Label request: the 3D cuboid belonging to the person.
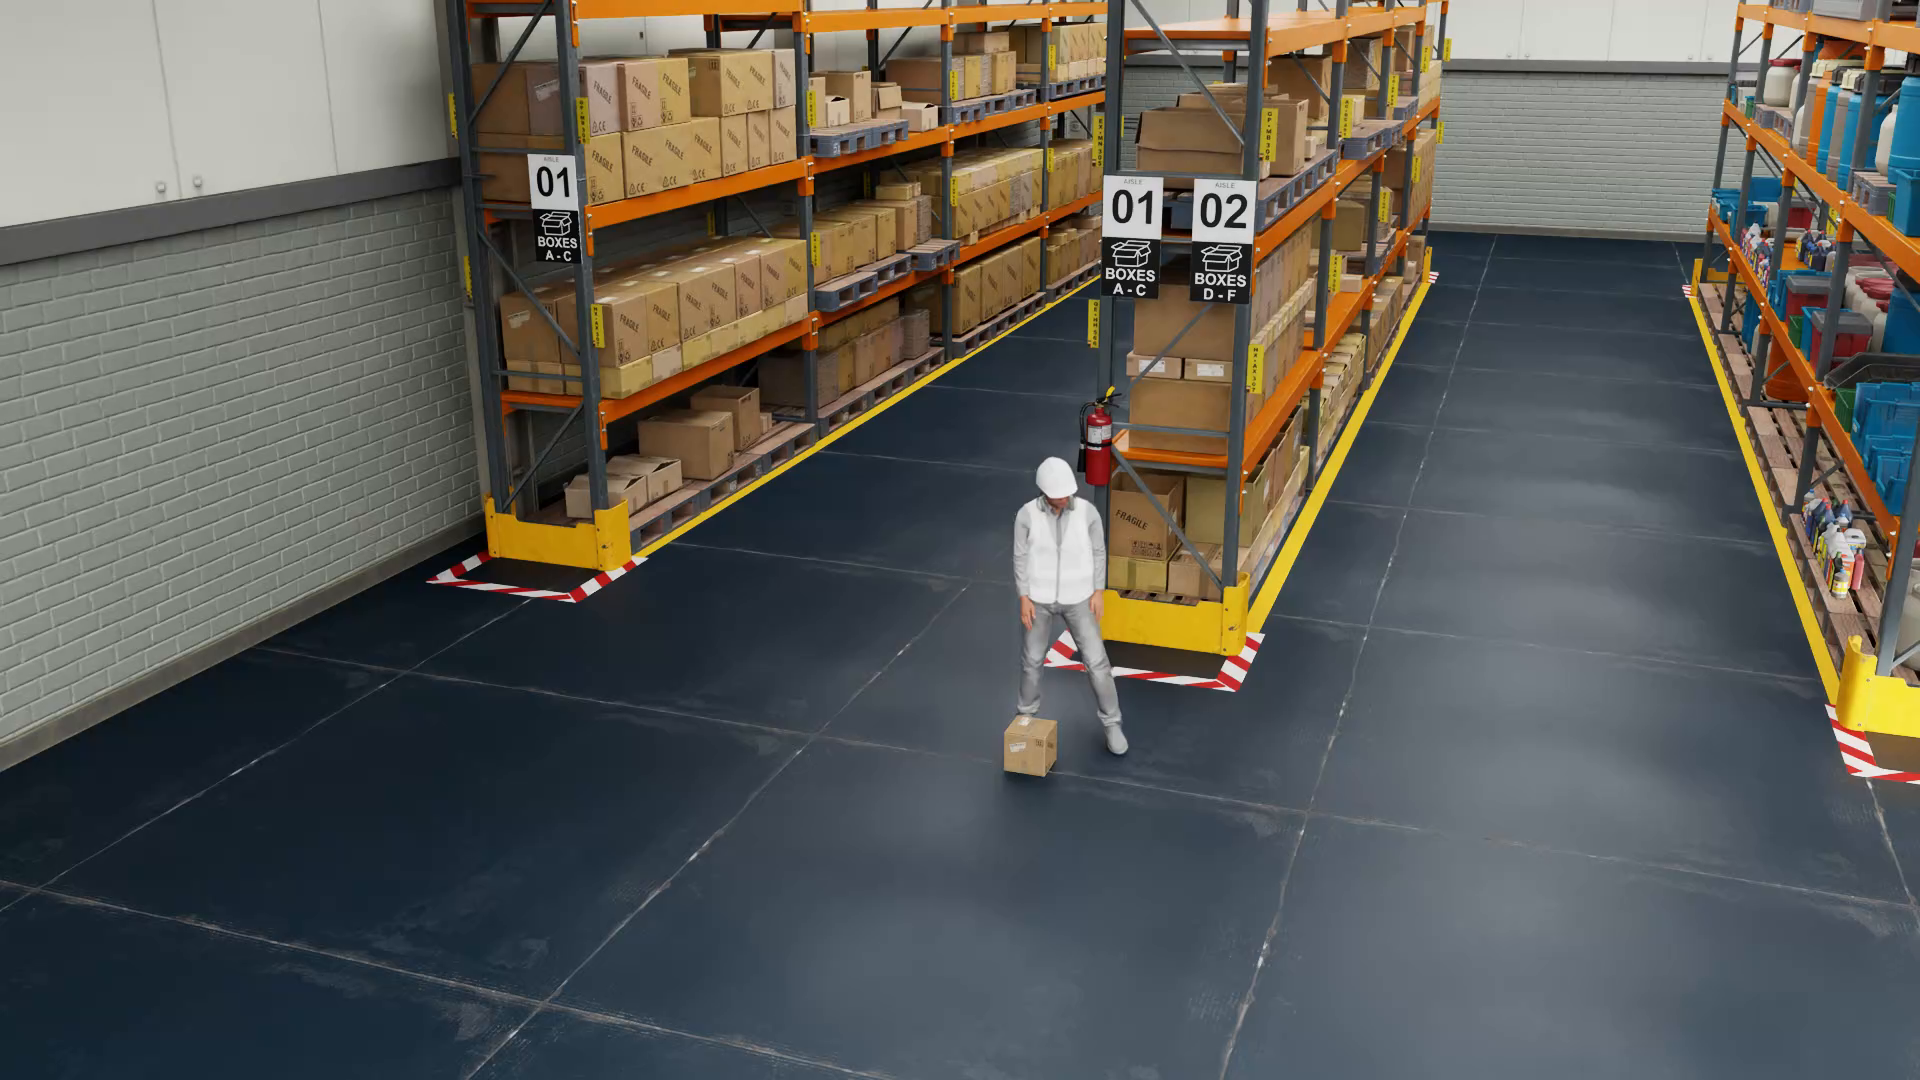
[{"bbox_3d":[0.667,0.365,9.896,0.713,1.758,0.533,1,19,3],"label":"person"}]
